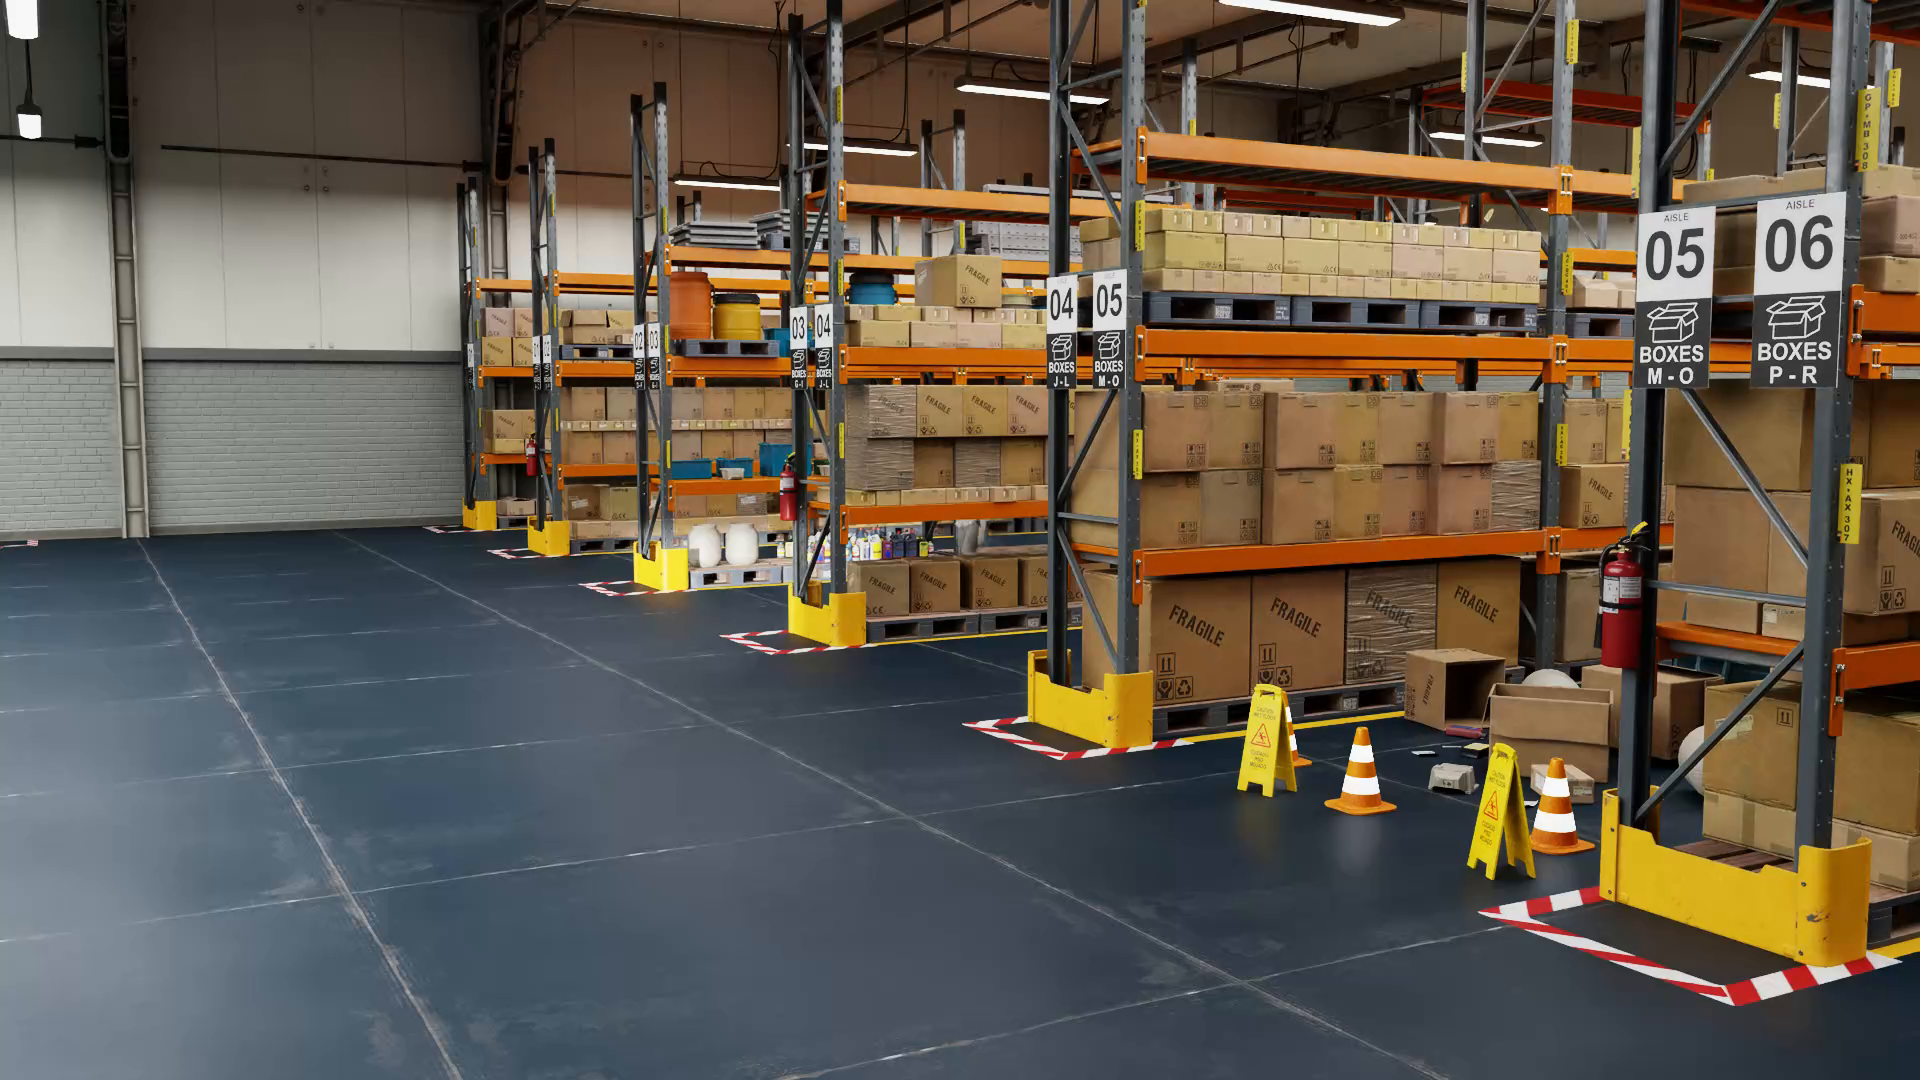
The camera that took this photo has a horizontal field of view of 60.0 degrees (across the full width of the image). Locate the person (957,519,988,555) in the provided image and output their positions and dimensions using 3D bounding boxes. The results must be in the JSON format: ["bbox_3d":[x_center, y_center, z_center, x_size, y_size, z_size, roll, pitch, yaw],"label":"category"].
[{"bbox_3d":[0.177,-0.143,18.787,0.732,1.662,0.495,-3,6,-33],"label":"person"}]
